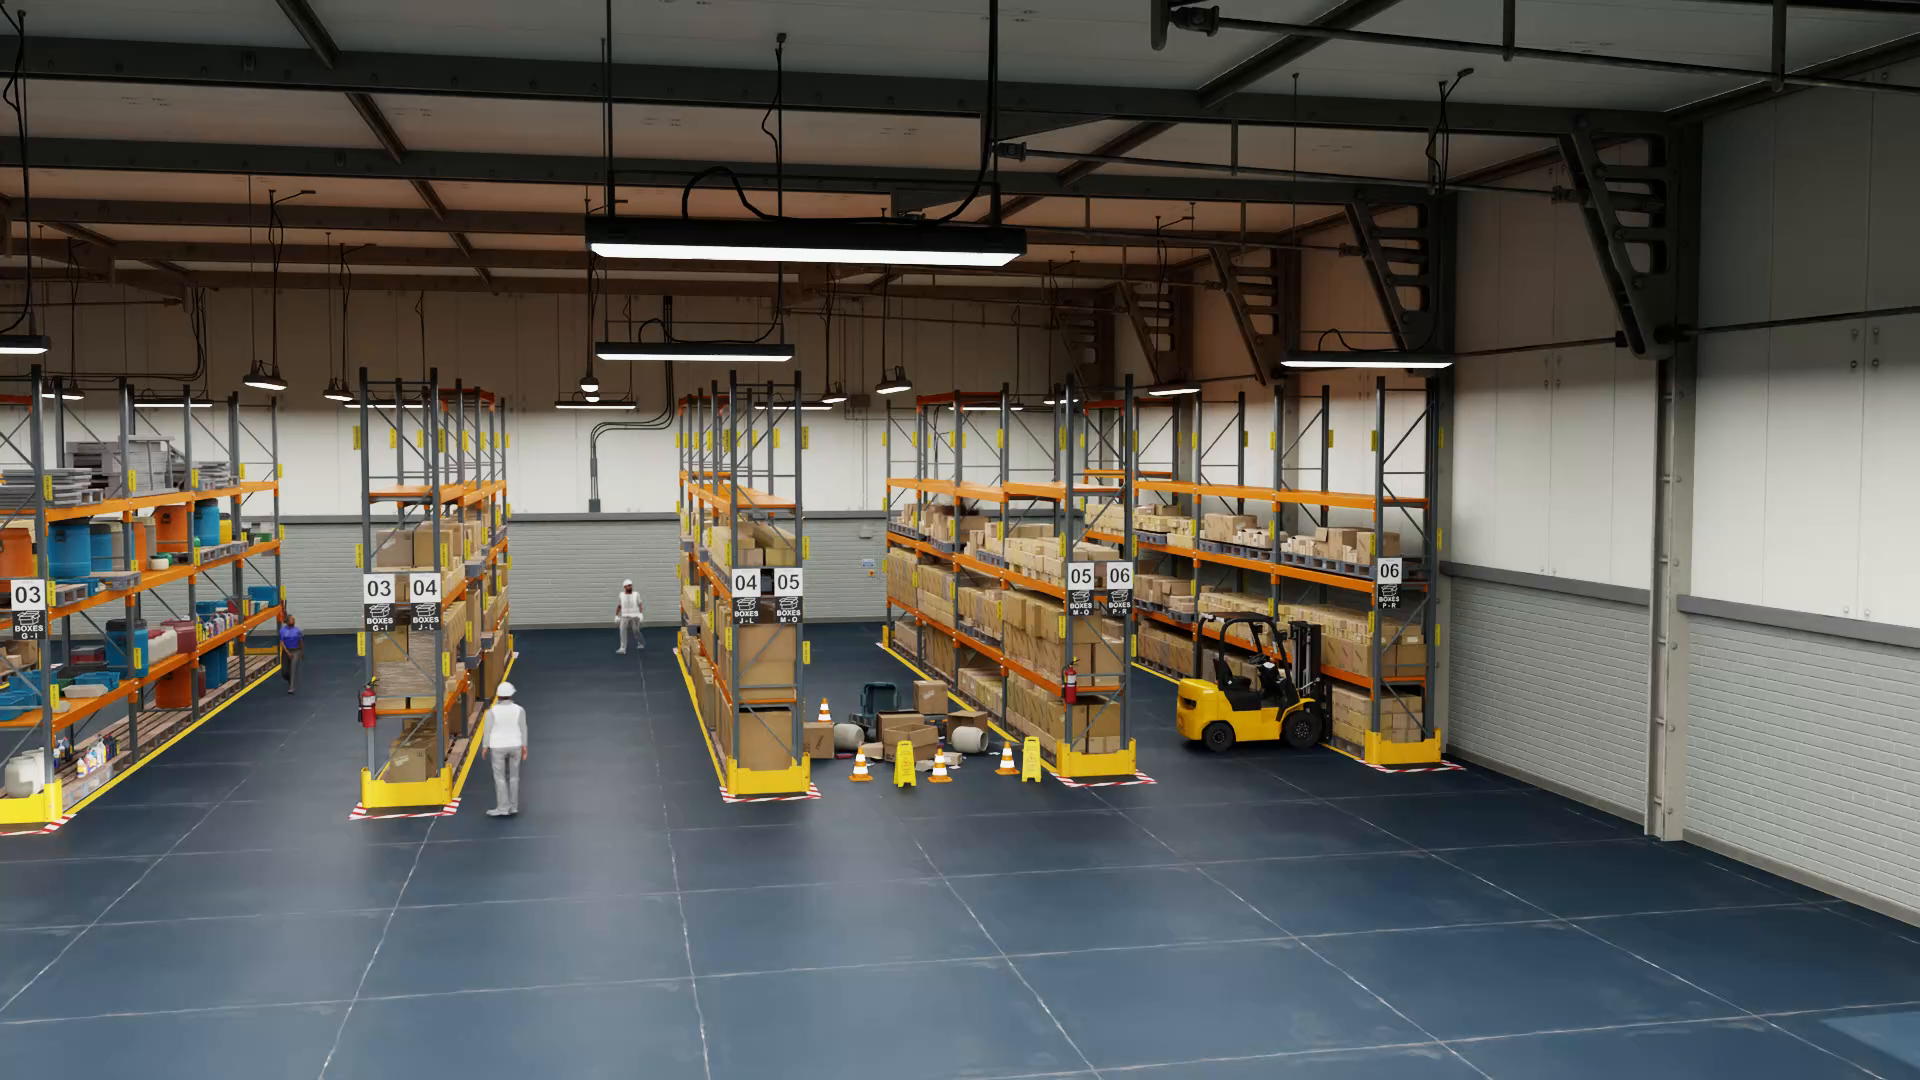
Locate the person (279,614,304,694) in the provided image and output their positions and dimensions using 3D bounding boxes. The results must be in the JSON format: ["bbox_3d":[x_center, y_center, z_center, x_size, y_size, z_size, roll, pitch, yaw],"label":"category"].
[{"bbox_3d":[-13.317,2.264,33.060,0.430,1.570,0.977,0,3,-8],"label":"person"}]

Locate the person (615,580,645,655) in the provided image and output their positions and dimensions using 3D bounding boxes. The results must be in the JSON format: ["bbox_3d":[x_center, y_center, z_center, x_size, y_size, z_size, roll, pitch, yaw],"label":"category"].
[{"bbox_3d":[-7.799,1.808,39.214,0.721,1.747,1.023,1,3,13],"label":"person"}]

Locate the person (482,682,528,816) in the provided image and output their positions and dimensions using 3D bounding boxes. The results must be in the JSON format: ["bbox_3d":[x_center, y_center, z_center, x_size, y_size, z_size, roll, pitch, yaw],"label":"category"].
[{"bbox_3d":[-6.095,2.793,22.292,0.581,1.793,0.388,-2,4,-27],"label":"person"}]
